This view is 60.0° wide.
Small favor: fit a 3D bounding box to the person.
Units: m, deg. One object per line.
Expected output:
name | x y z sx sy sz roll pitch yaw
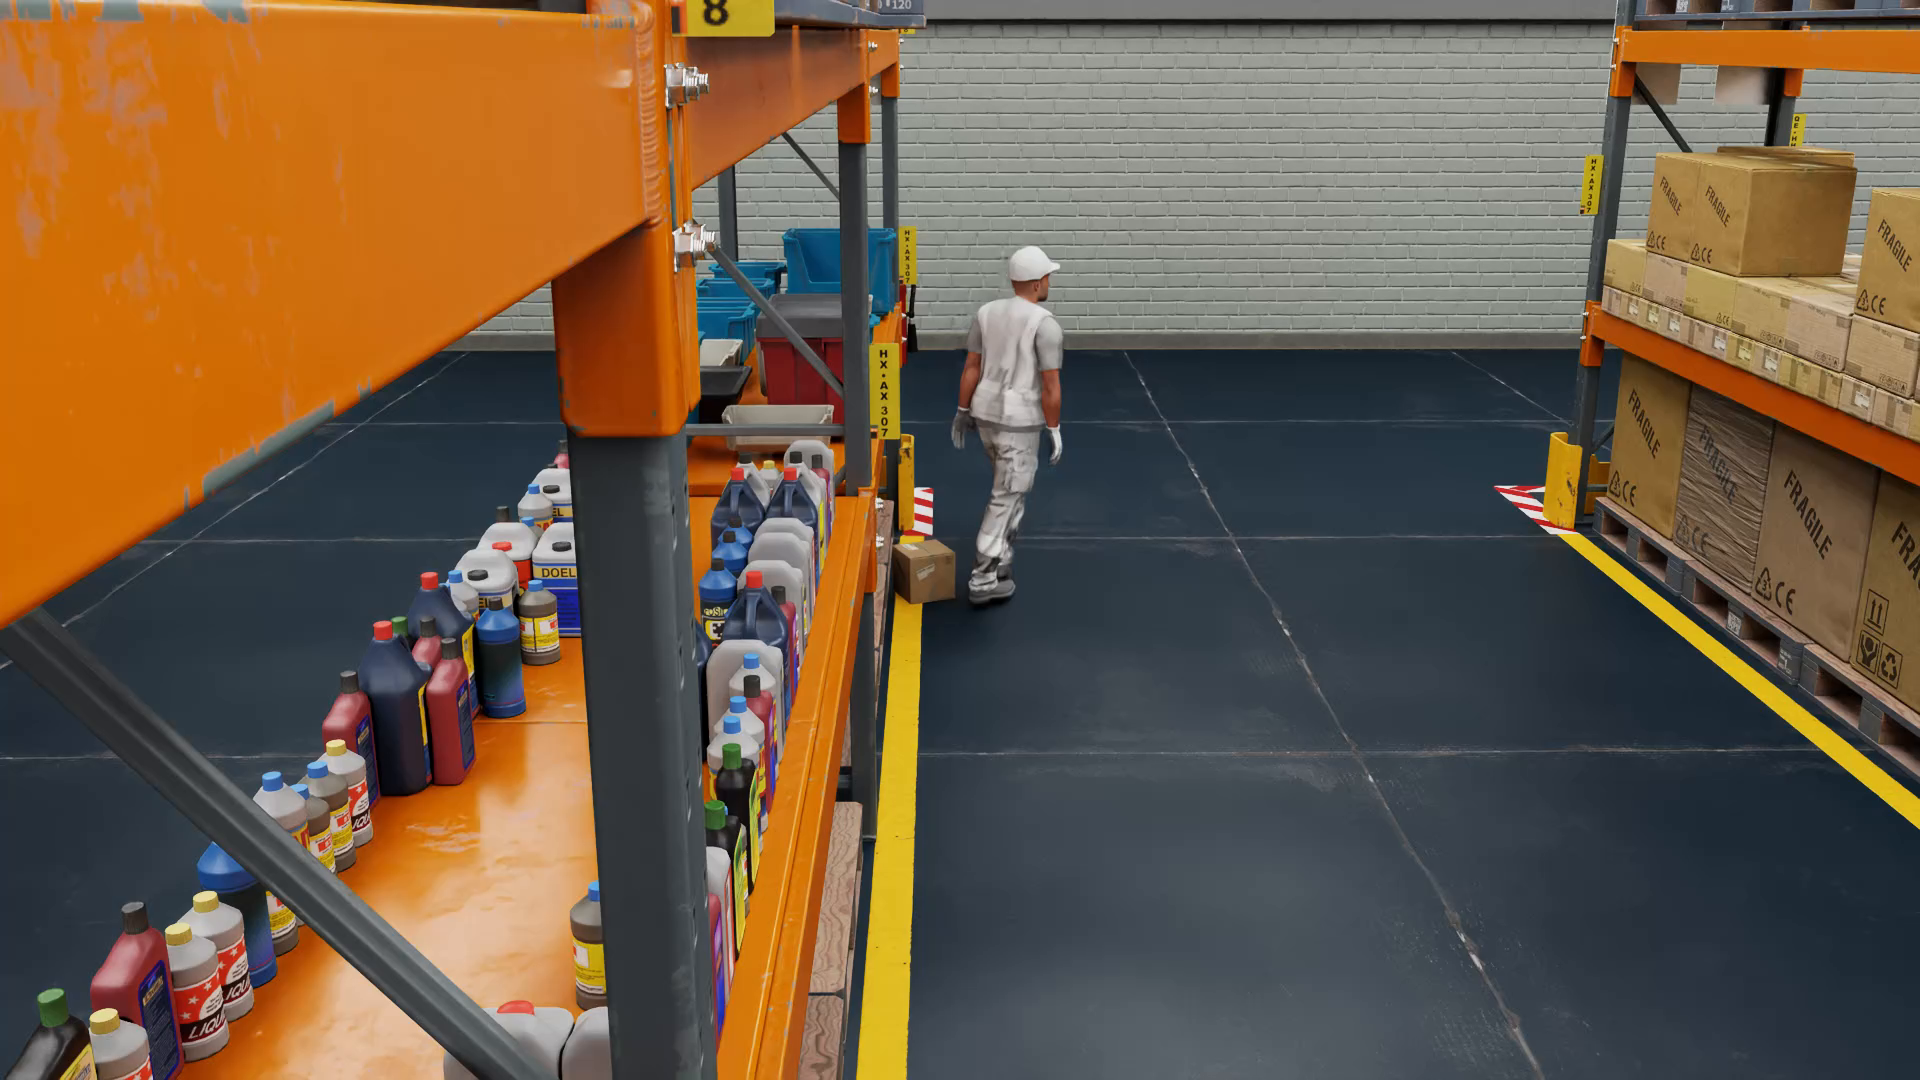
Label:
person | 0.249 -0.564 8.320 0.544 1.783 0.578 -15 23 -41
